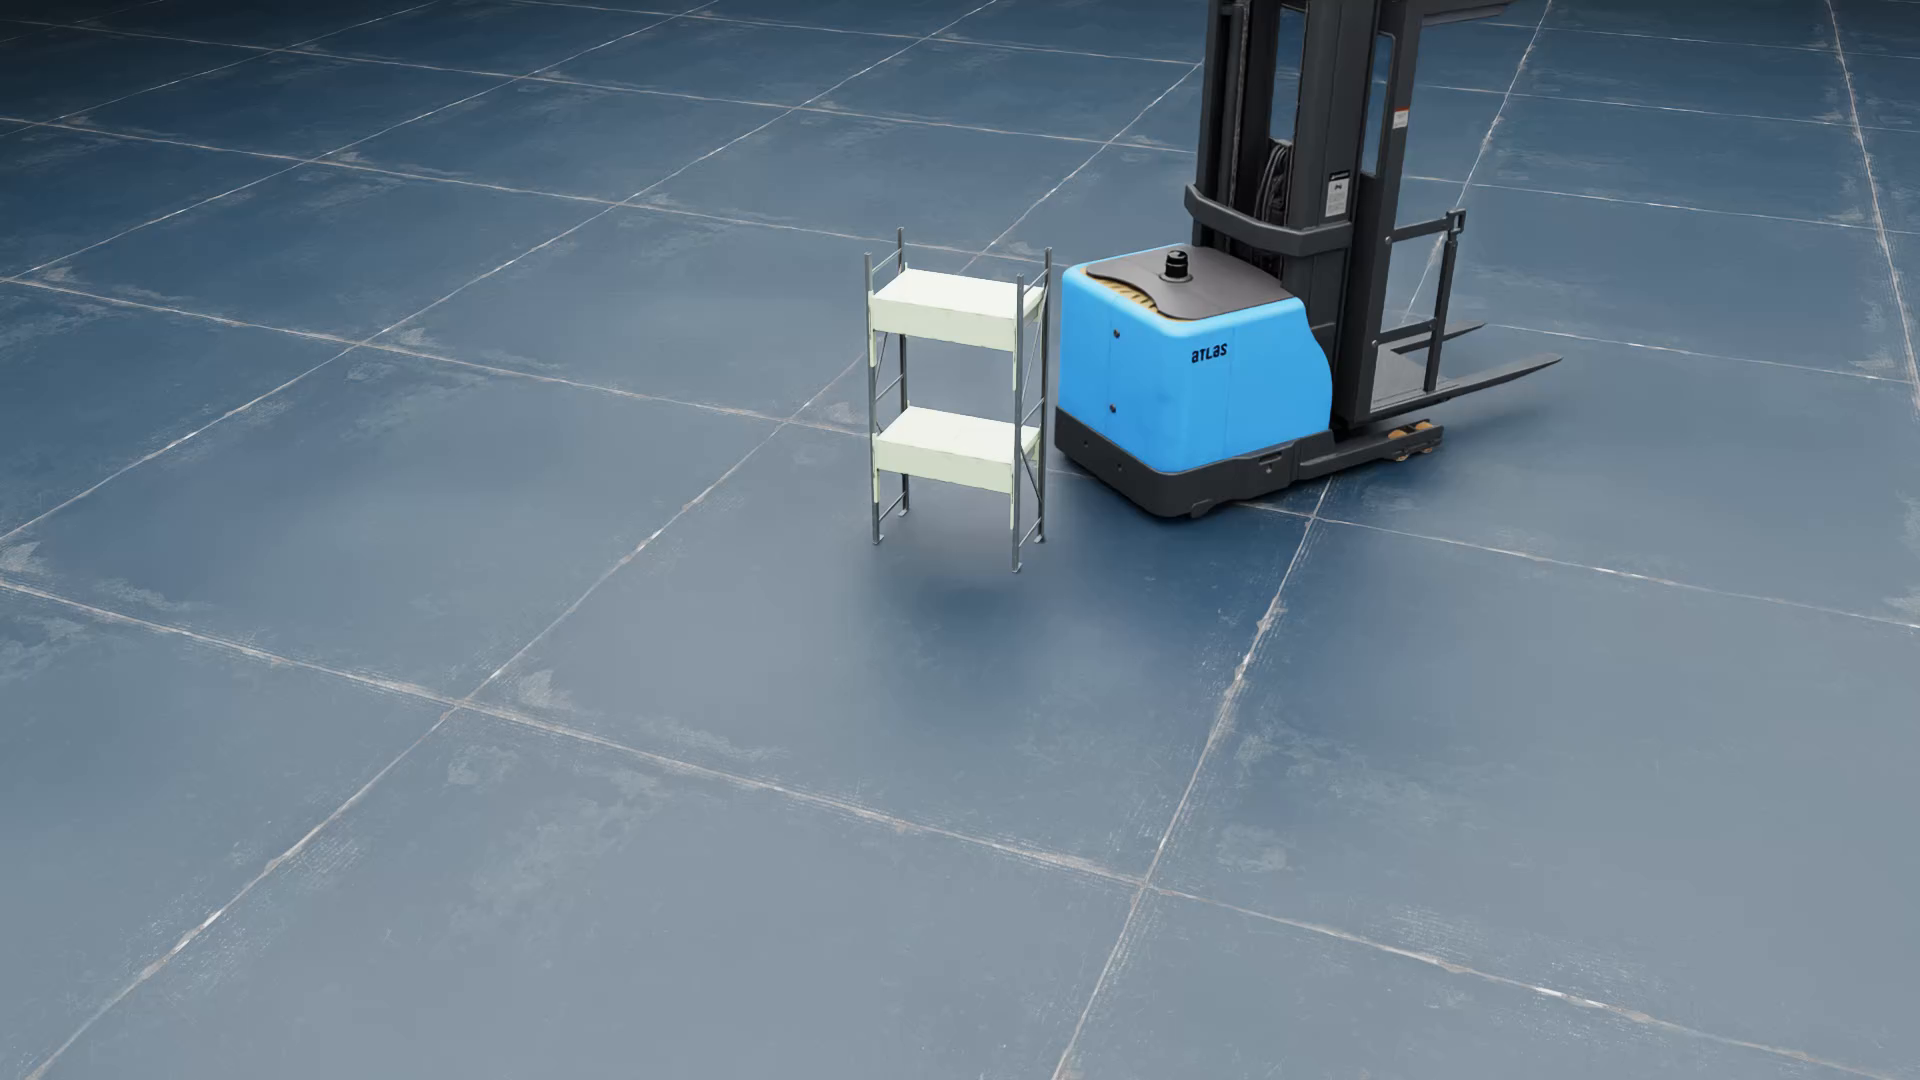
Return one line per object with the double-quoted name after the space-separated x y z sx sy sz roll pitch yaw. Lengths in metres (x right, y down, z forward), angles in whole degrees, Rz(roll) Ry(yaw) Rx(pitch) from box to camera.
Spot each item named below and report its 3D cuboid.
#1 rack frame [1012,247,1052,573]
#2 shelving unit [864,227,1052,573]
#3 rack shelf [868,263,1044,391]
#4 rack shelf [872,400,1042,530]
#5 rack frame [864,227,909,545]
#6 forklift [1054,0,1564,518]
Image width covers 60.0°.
0.333 -0.586 7.763 0.023 1.500 0.400 11 31 19 "rack frame"
-0.006 -0.654 7.883 0.755 1.500 0.431 11 31 19 "shelving unit"
-0.006 -0.994 7.691 0.720 0.370 0.431 11 31 19 "rack shelf"
-0.006 -0.370 8.044 0.720 0.370 0.431 11 31 19 "rack shelf"
-0.345 -0.722 8.003 0.023 1.500 0.400 11 31 19 "rack frame"
2.043 -1.909 8.649 3.031 2.935 1.130 -16 33 -26 "forklift"
